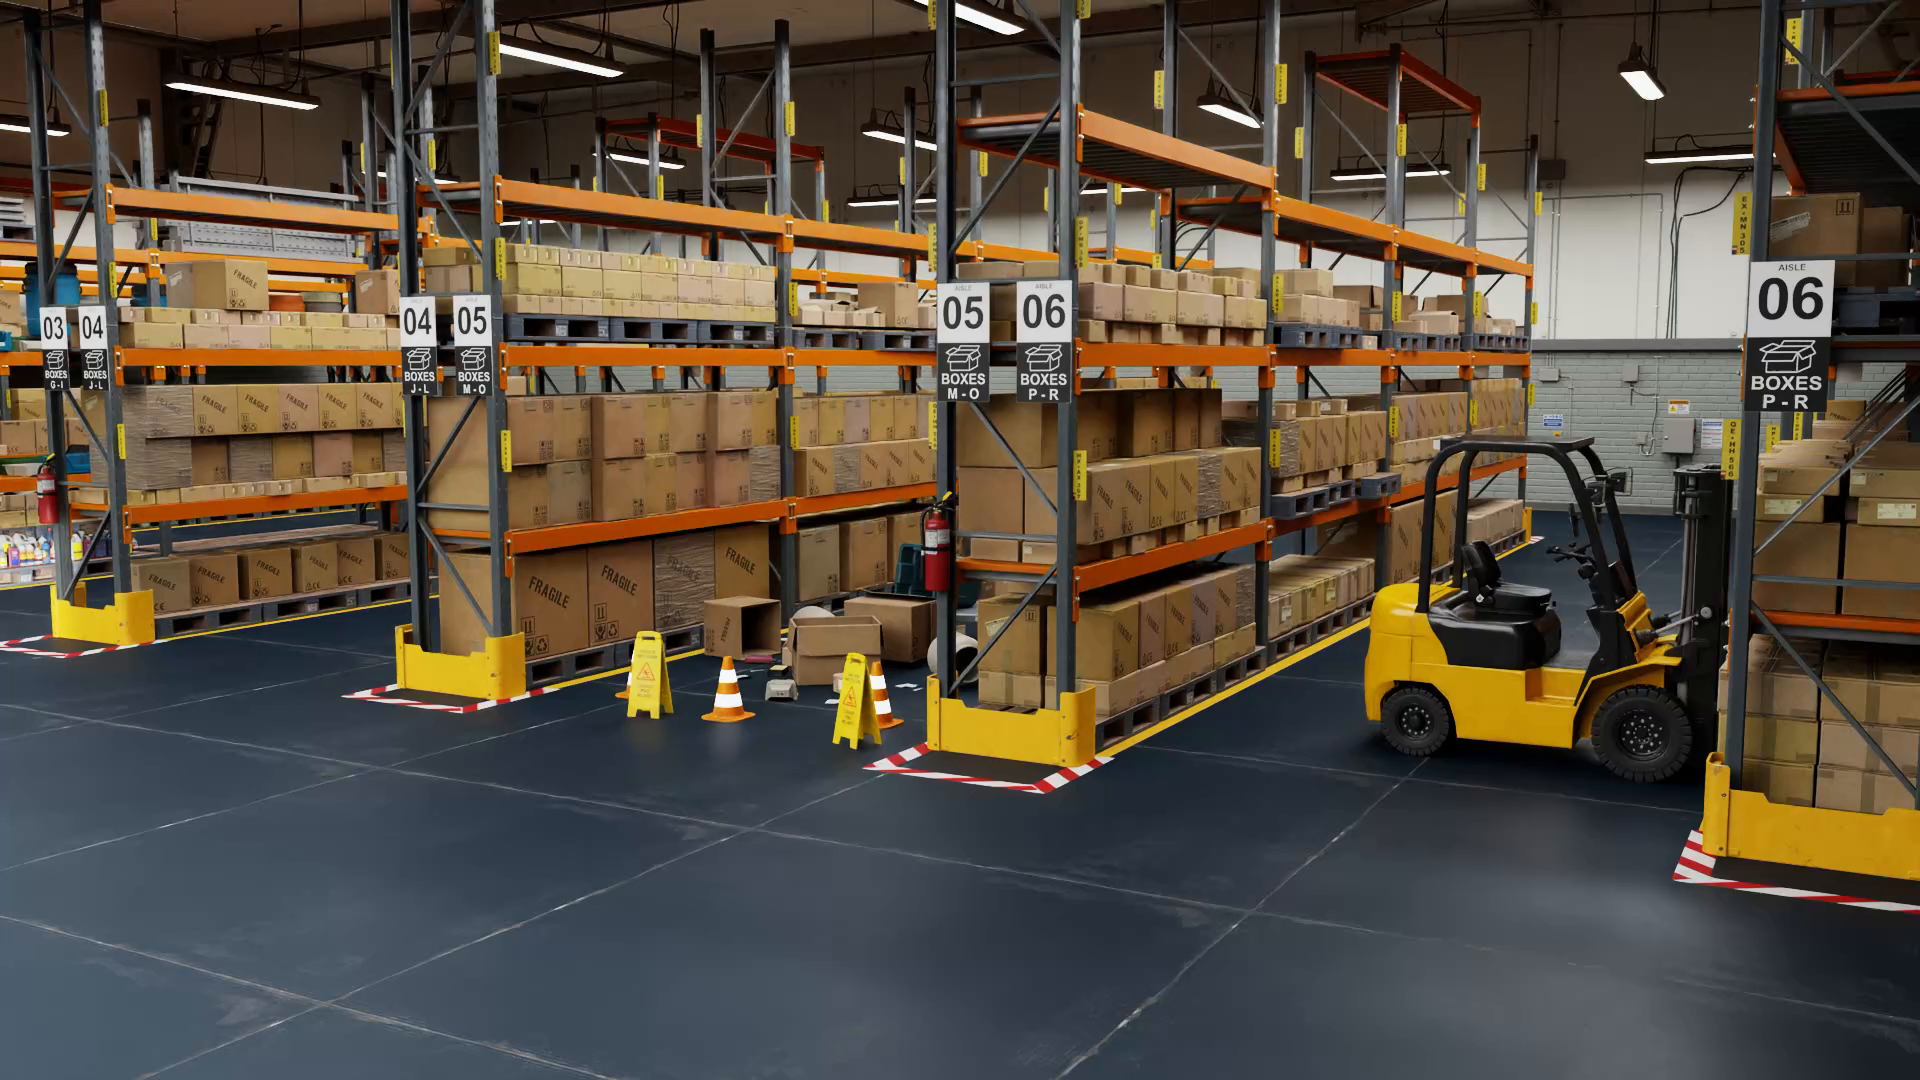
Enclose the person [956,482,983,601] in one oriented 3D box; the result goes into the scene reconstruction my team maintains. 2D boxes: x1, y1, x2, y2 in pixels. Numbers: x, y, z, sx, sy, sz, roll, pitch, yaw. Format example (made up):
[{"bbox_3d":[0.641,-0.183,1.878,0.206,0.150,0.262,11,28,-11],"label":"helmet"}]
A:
[{"bbox_3d":[0.164,-0.103,18.222,0.502,1.653,0.388,5,8,41],"label":"person"}]
